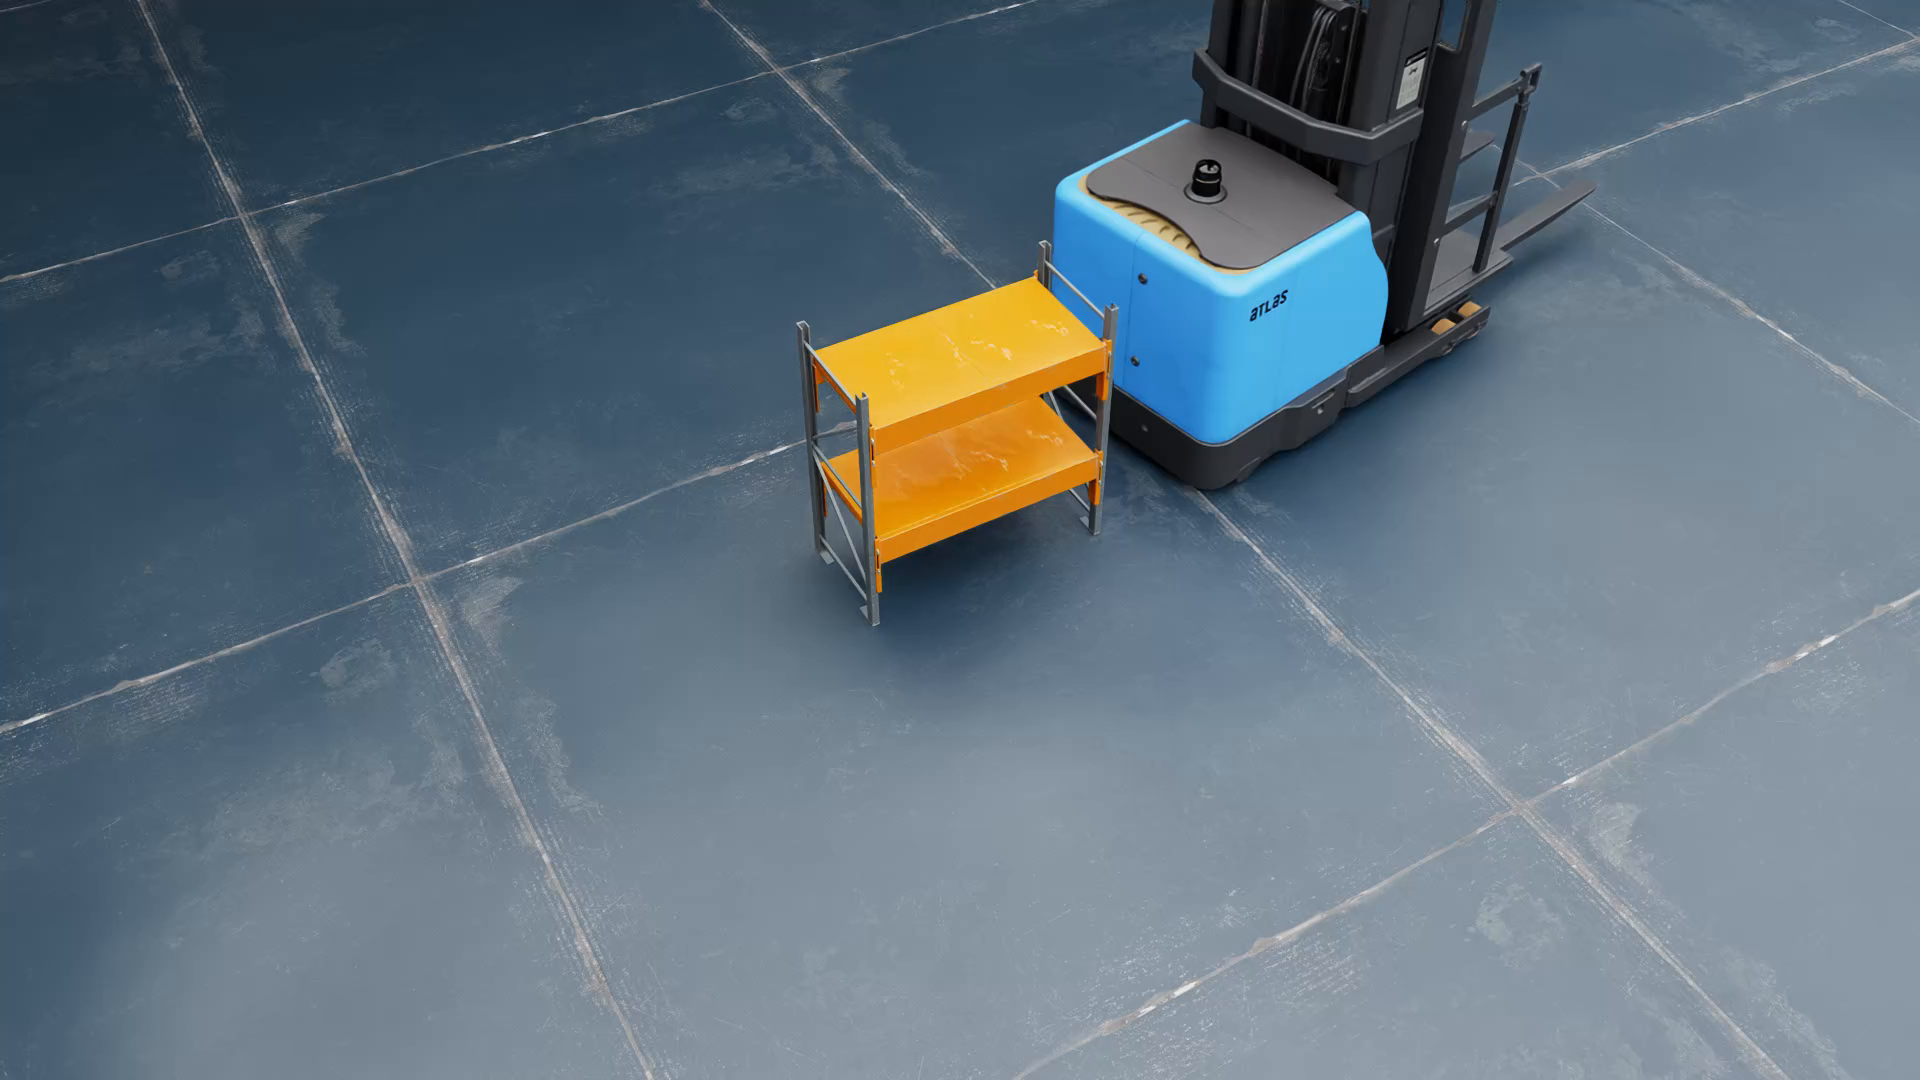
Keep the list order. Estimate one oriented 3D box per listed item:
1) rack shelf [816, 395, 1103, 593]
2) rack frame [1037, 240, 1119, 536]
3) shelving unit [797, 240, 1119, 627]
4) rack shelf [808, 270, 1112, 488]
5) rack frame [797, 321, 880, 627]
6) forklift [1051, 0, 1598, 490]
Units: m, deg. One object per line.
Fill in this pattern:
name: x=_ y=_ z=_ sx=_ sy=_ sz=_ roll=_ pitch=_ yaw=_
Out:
rack shelf: x=-0.006 y=-0.226 z=6.526 sx=1.000 sy=0.278 sz=0.538 roll=-22 pitch=48 yaw=-21
rack frame: x=0.435 y=-0.578 z=6.538 sx=0.032 sy=1.125 sz=0.500 roll=-22 pitch=48 yaw=-21
shelving unit: x=-0.006 y=-0.401 z=6.356 sx=1.048 sy=1.125 sz=0.538 roll=-22 pitch=48 yaw=-21
rack shelf: x=-0.006 y=-0.611 z=6.152 sx=1.000 sy=0.278 sz=0.538 roll=-22 pitch=48 yaw=-21
rack frame: x=-0.447 y=-0.225 z=6.174 sx=0.032 sy=1.125 sz=0.500 roll=-22 pitch=48 yaw=-21
forklift: x=1.811 y=-2.146 z=6.856 sx=3.031 sy=2.935 sz=1.130 roll=-31 pitch=52 yaw=-28
